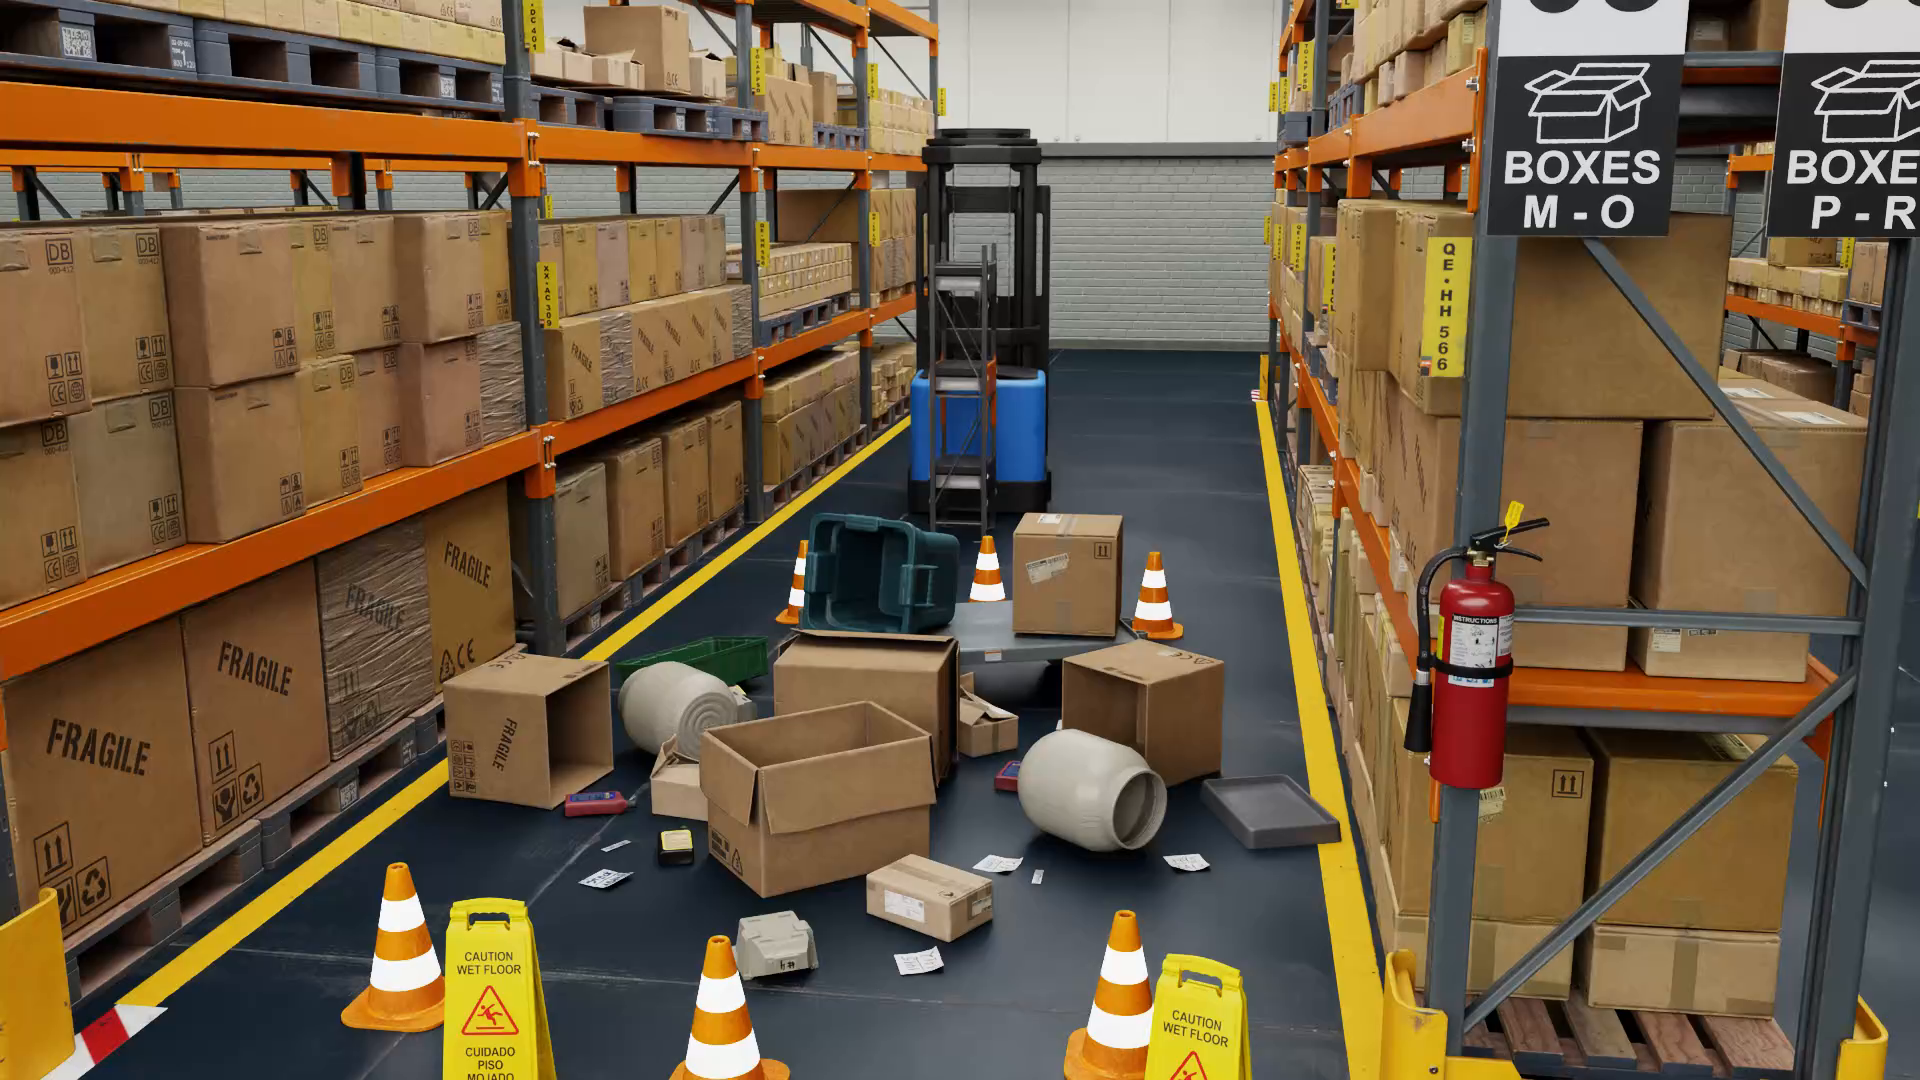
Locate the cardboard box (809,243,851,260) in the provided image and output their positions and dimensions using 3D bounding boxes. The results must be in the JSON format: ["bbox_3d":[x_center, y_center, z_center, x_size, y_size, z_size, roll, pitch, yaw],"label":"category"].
[{"bbox_3d":[-1.242,-2.725,15.703,0.380,0.149,0.250,2,12,11],"label":"cardboard box"}]

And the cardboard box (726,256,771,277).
[{"bbox_3d":[-1.687,-2.128,12.934,0.380,0.149,0.250,2,12,7],"label":"cardboard box"}]

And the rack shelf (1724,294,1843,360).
[{"bbox_3d":[8.746,-2.206,16.819,1.077,0.370,4.000,2,12,9],"label":"rack shelf"}]

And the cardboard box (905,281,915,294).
[{"bbox_3d":[-0.714,-2.863,18.754,0.380,0.149,0.250,1,12,6],"label":"cardboard box"}]

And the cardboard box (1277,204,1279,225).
[{"bbox_3d":[3.573,-3.262,17.401,0.500,0.500,0.500,2,12,9],"label":"cardboard box"}]

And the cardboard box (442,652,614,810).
[{"bbox_3d":[-1.828,0.801,7.083,0.500,0.500,0.500,4,13,18],"label":"cardboard box"}]

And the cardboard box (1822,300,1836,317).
[{"bbox_3d":[8.257,-2.148,15.439,0.380,0.149,0.250,2,12,10],"label":"cardboard box"}]

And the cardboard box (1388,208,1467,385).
[{"bbox_3d":[1.636,-0.705,4.830,0.700,0.500,0.500,2,12,9],"label":"cardboard box"}]

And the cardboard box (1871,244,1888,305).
[{"bbox_3d":[8.064,-2.195,13.823,0.700,0.500,0.500,2,12,9],"label":"cardboard box"}]

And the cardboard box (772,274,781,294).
[{"bbox_3d":[-1.638,-2.043,13.245,0.380,0.149,0.250,1,12,7],"label":"cardboard box"}]

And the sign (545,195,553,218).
[{"bbox_3d":[-5.109,-4.117,20.666,0.100,0.325,0.005,2,12,9],"label":"sign"}]

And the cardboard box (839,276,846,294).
[{"bbox_3d":[-1.278,-2.380,15.518,0.380,0.149,0.250,2,12,9],"label":"cardboard box"}]

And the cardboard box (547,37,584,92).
[{"bbox_3d":[-2.551,-2.825,9.838,0.500,0.311,0.500,1,12,7],"label":"cardboard box"}]

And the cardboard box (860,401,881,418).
[{"bbox_3d":[-1.000,-1.318,16.760,0.380,0.149,0.250,1,12,6],"label":"cardboard box"}]

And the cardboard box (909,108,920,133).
[{"bbox_3d":[-0.736,-4.594,18.240,0.500,0.250,0.500,2,12,9],"label":"cardboard box"}]

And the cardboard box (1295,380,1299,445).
[{"bbox_3d":[3.517,-1.337,15.123,0.875,0.875,0.875,2,12,10],"label":"cardboard box"}]

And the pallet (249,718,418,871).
[{"bbox_3d":[-2.983,0.998,6.862,1.003,0.211,1.213,2,12,9],"label":"pallet"}]

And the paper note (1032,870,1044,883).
[{"bbox_3d":[0.289,1.249,6.173,0.032,0.001,0.123,2,12,9],"label":"paper note"}]

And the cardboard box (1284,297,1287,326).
[{"bbox_3d":[3.032,-1.932,14.192,0.500,0.250,0.500,2,12,8],"label":"cardboard box"}]

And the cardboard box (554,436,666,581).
[{"bbox_3d":[-2.445,-0.214,10.210,1.050,0.750,0.750,2,12,9],"label":"cardboard box"}]

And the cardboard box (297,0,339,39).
[{"bbox_3d":[-2.578,-1.970,6.255,0.380,0.149,0.250,2,12,8],"label":"cardboard box"}]

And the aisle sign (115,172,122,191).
[{"bbox_3d":[-10.820,-4.911,21.493,0.394,0.787,0.004,2,12,9],"label":"aisle sign"}]

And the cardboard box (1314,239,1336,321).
[{"bbox_3d":[2.547,-1.674,10.700,0.500,0.500,0.500,3,12,12],"label":"cardboard box"}]

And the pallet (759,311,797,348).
[{"bbox_3d":[-1.984,-1.667,13.062,1.213,0.211,1.003,2,12,9],"label":"pallet"}]

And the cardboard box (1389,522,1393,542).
[{"bbox_3d":[1.662,-0.034,5.629,0.380,0.149,0.250,2,12,8],"label":"cardboard box"}]

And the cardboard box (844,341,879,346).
[{"bbox_3d":[-1.174,-2.278,19.803,0.380,0.149,0.250,1,12,6],"label":"cardboard box"}]

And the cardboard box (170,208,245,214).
[{"bbox_3d":[-6.642,-2.617,14.397,0.797,0.503,0.637,2,12,10],"label":"cardboard box"}]

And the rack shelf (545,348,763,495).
[{"bbox_3d":[-2.296,-0.840,10.481,1.077,0.370,4.000,2,12,9],"label":"rack shelf"}]

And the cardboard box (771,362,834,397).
[{"bbox_3d":[-1.397,-1.411,14.576,0.500,0.250,0.500,1,12,6],"label":"cardboard box"}]

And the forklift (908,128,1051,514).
[{"bbox_3d":[0.197,-1.889,13.800,1.130,2.935,3.031,1,12,2],"label":"forklift"}]

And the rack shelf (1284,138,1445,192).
[{"bbox_3d":[3.226,-3.000,13.382,1.077,0.370,4.000,2,12,9],"label":"rack shelf"}]

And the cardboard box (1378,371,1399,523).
[{"bbox_3d":[1.661,-0.328,5.452,0.500,0.500,0.500,2,12,8],"label":"cardboard box"}]

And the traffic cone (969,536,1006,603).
[{"bbox_3d":[0.167,0.207,9.933,0.336,0.463,0.334,2,12,9],"label":"traffic cone"}]

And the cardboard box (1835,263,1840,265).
[{"bbox_3d":[9.084,-2.732,17.200,0.500,0.250,0.500,2,12,10],"label":"cardboard box"}]

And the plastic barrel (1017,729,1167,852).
[{"bbox_3d":[0.510,0.977,6.457,0.421,0.421,0.512,-10,16,-40],"label":"plastic barrel"}]

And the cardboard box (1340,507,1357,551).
[{"bbox_3d":[1.867,-0.043,7.284,0.380,0.149,0.250,2,12,9],"label":"cardboard box"}]

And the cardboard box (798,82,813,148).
[{"bbox_3d":[-1.496,-3.443,13.490,0.500,0.500,0.500,2,12,9],"label":"cardboard box"}]

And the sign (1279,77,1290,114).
[{"bbox_3d":[2.985,-4.077,15.257,0.100,0.325,0.005,2,12,9],"label":"sign"}]

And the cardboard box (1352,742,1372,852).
[{"bbox_3d":[1.709,0.941,6.035,0.500,0.250,0.500,1,12,7],"label":"cardboard box"}]

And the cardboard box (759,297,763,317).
[{"bbox_3d":[-1.720,-1.778,12.721,0.380,0.149,0.250,2,12,8],"label":"cardboard box"}]

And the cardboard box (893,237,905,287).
[{"bbox_3d":[-0.866,-2.937,17.559,0.500,0.500,0.500,2,12,7],"label":"cardboard box"}]

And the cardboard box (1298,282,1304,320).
[{"bbox_3d":[2.742,-1.749,12.160,0.500,0.250,0.500,2,12,8],"label":"cardboard box"}]

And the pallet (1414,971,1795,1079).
[{"bbox_3d":[1.859,1.376,5.110,1.003,0.211,1.213,2,12,9],"label":"pallet"}]

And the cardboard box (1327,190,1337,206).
[{"bbox_3d":[3.414,-3.282,15.954,0.380,0.149,0.250,2,12,10],"label":"cardboard box"}]

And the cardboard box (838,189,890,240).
[{"bbox_3d":[-0.998,-3.319,16.956,0.500,0.500,0.500,2,12,7],"label":"cardboard box"}]

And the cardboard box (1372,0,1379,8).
[{"bbox_3d":[1.805,-2.151,6.439,0.380,0.149,0.250,2,12,8],"label":"cardboard box"}]

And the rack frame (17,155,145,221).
[{"bbox_3d":[-6.874,-1.790,13.180,1.000,3.000,0.127,2,12,9],"label":"rack frame"}]

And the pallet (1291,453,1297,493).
[{"bbox_3d":[3.304,-0.521,13.909,1.003,0.211,1.213,2,12,9],"label":"pallet"}]

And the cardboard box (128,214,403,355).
[{"bbox_3d":[-2.883,-1.075,6.943,0.875,0.550,0.550,2,12,9],"label":"cardboard box"}]

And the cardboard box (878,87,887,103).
[{"bbox_3d":[-0.947,-4.488,16.803,0.380,0.149,0.250,2,12,7],"label":"cardboard box"}]

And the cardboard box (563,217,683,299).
[{"bbox_3d":[-2.221,-1.841,10.804,0.700,0.500,0.500,2,12,8],"label":"cardboard box"}]

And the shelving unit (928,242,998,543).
[{"bbox_3d":[0.025,-1.061,11.932,0.431,2.100,0.503,2,12,9],"label":"shelving unit"}]

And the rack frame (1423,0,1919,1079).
[{"bbox_3d":[1.691,0.196,3.962,0.949,2.616,0.053,2,12,9],"label":"rack frame"}]

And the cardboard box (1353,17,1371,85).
[{"bbox_3d":[1.965,-2.092,7.111,0.500,0.250,0.500,2,12,7],"label":"cardboard box"}]

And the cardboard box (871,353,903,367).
[{"bbox_3d":[-0.838,-1.989,18.459,0.380,0.149,0.250,1,12,7],"label":"cardboard box"}]

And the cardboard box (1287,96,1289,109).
[{"bbox_3d":[3.111,-3.815,14.777,0.396,0.266,0.258,2,12,8],"label":"cardboard box"}]
